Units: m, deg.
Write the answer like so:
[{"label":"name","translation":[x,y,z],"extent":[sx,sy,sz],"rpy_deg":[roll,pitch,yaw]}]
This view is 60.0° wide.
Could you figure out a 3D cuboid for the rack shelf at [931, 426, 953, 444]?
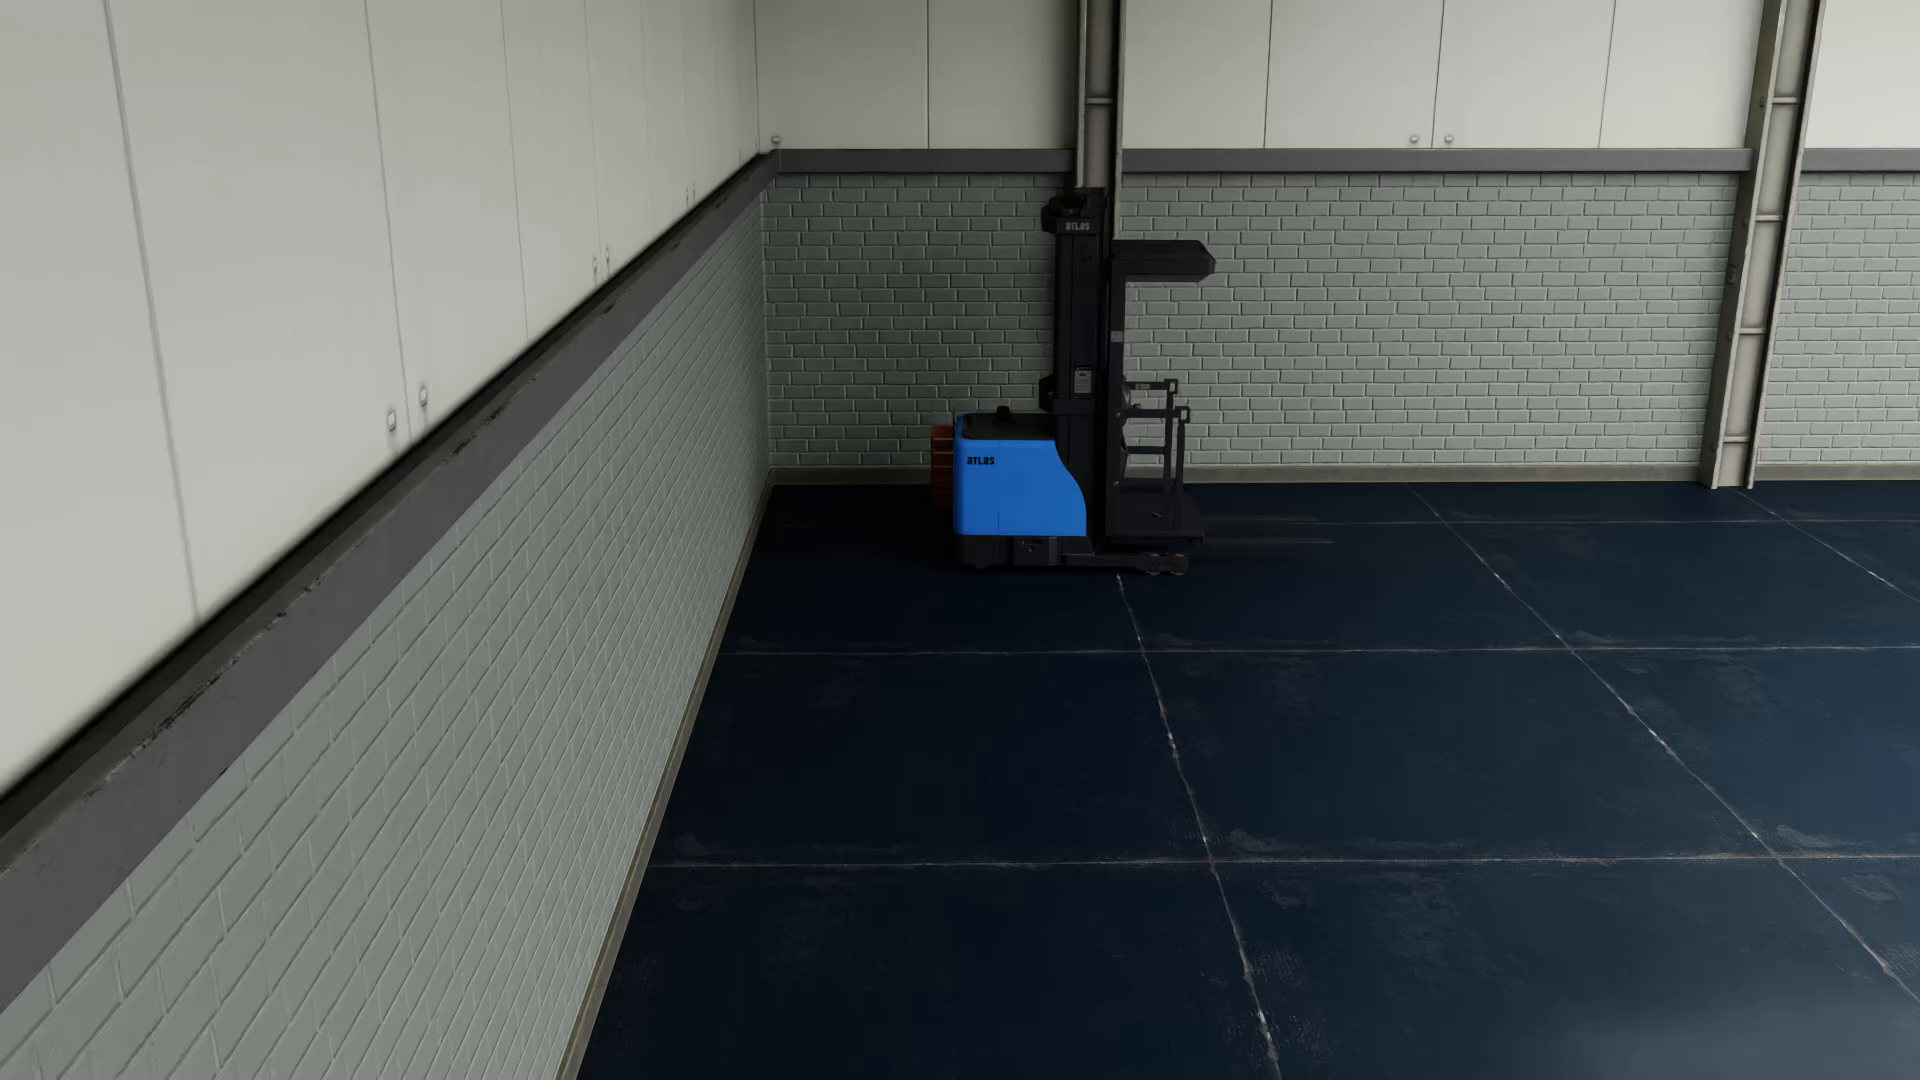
[{"label":"rack shelf","translation":[-0.141,-0.874,13.776],"extent":[0.180,0.103,0.258],"rpy_deg":[1,18,2]}]

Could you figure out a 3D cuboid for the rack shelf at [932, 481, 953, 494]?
[{"label":"rack shelf","translation":[-0.141,-0.417,13.922],"extent":[0.180,0.103,0.258],"rpy_deg":[1,18,2]}]

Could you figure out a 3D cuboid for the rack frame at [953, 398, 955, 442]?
[{"label":"rack frame","translation":[-0.050,-0.573,13.869],"extent":[0.006,1.200,0.240],"rpy_deg":[1,18,2]}]

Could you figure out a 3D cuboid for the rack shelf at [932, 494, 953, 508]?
[{"label":"rack shelf","translation":[-0.141,-0.303,13.959],"extent":[0.180,0.103,0.258],"rpy_deg":[1,18,2]}]

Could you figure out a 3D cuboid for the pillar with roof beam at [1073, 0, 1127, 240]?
[{"label":"pillar with roof beam","translation":[1.283,-3.468,10.127],"extent":[0.400,9.000,9.100],"rpy_deg":[0,18,-1]}]

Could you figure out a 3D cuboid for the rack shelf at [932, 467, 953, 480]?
[{"label":"rack shelf","translation":[-0.141,-0.531,13.886],"extent":[0.180,0.103,0.258],"rpy_deg":[1,18,2]}]

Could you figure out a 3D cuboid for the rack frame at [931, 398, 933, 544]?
[{"label":"rack frame","translation":[-0.233,-0.575,13.875],"extent":[0.006,1.200,0.240],"rpy_deg":[1,18,2]}]

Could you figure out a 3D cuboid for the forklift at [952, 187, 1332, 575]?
[{"label":"forklift","translation":[1.462,-1.282,13.244],"extent":[3.031,2.935,1.130],"rpy_deg":[1,18,2]}]

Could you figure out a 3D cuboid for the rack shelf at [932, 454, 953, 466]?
[{"label":"rack shelf","translation":[-0.141,-0.646,13.849],"extent":[0.180,0.103,0.258],"rpy_deg":[1,18,2]}]

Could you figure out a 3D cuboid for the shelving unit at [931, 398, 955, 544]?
[{"label":"shelving unit","translation":[-0.141,-0.574,13.872],"extent":[0.189,1.200,0.258],"rpy_deg":[1,18,2]}]

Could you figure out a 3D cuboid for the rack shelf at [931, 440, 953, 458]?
[{"label":"rack shelf","translation":[-0.141,-0.760,13.812],"extent":[0.180,0.103,0.258],"rpy_deg":[1,18,2]}]

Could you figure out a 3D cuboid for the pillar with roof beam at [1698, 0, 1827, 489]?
[{"label":"pillar with roof beam","translation":[7.283,-3.497,10.217],"extent":[0.400,9.000,9.100],"rpy_deg":[0,18,-1]}]
